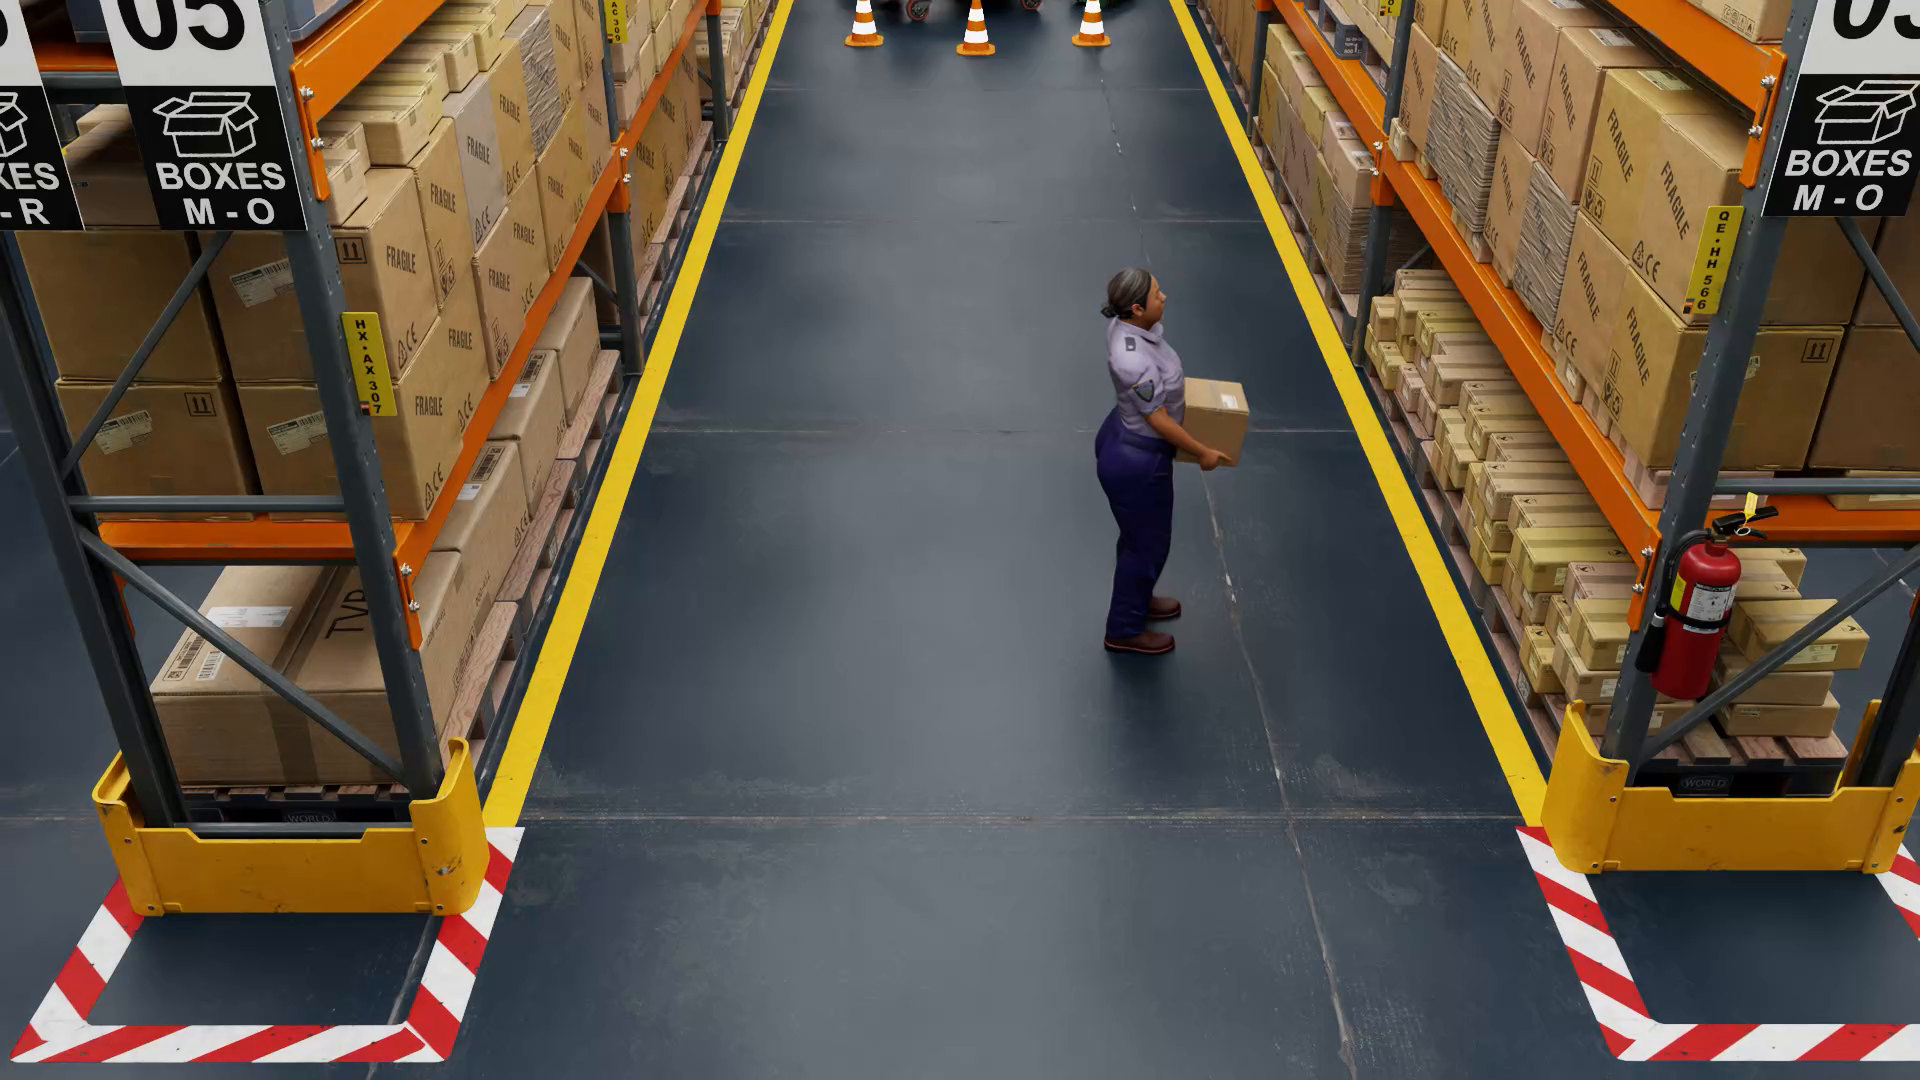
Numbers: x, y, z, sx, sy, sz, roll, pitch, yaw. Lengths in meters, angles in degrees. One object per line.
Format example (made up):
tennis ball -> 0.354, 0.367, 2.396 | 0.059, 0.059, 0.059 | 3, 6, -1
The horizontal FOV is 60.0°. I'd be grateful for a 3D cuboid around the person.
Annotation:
person -> 0.801, -0.318, 6.687 | 0.525, 1.623, 0.452 | 0, 32, 0
